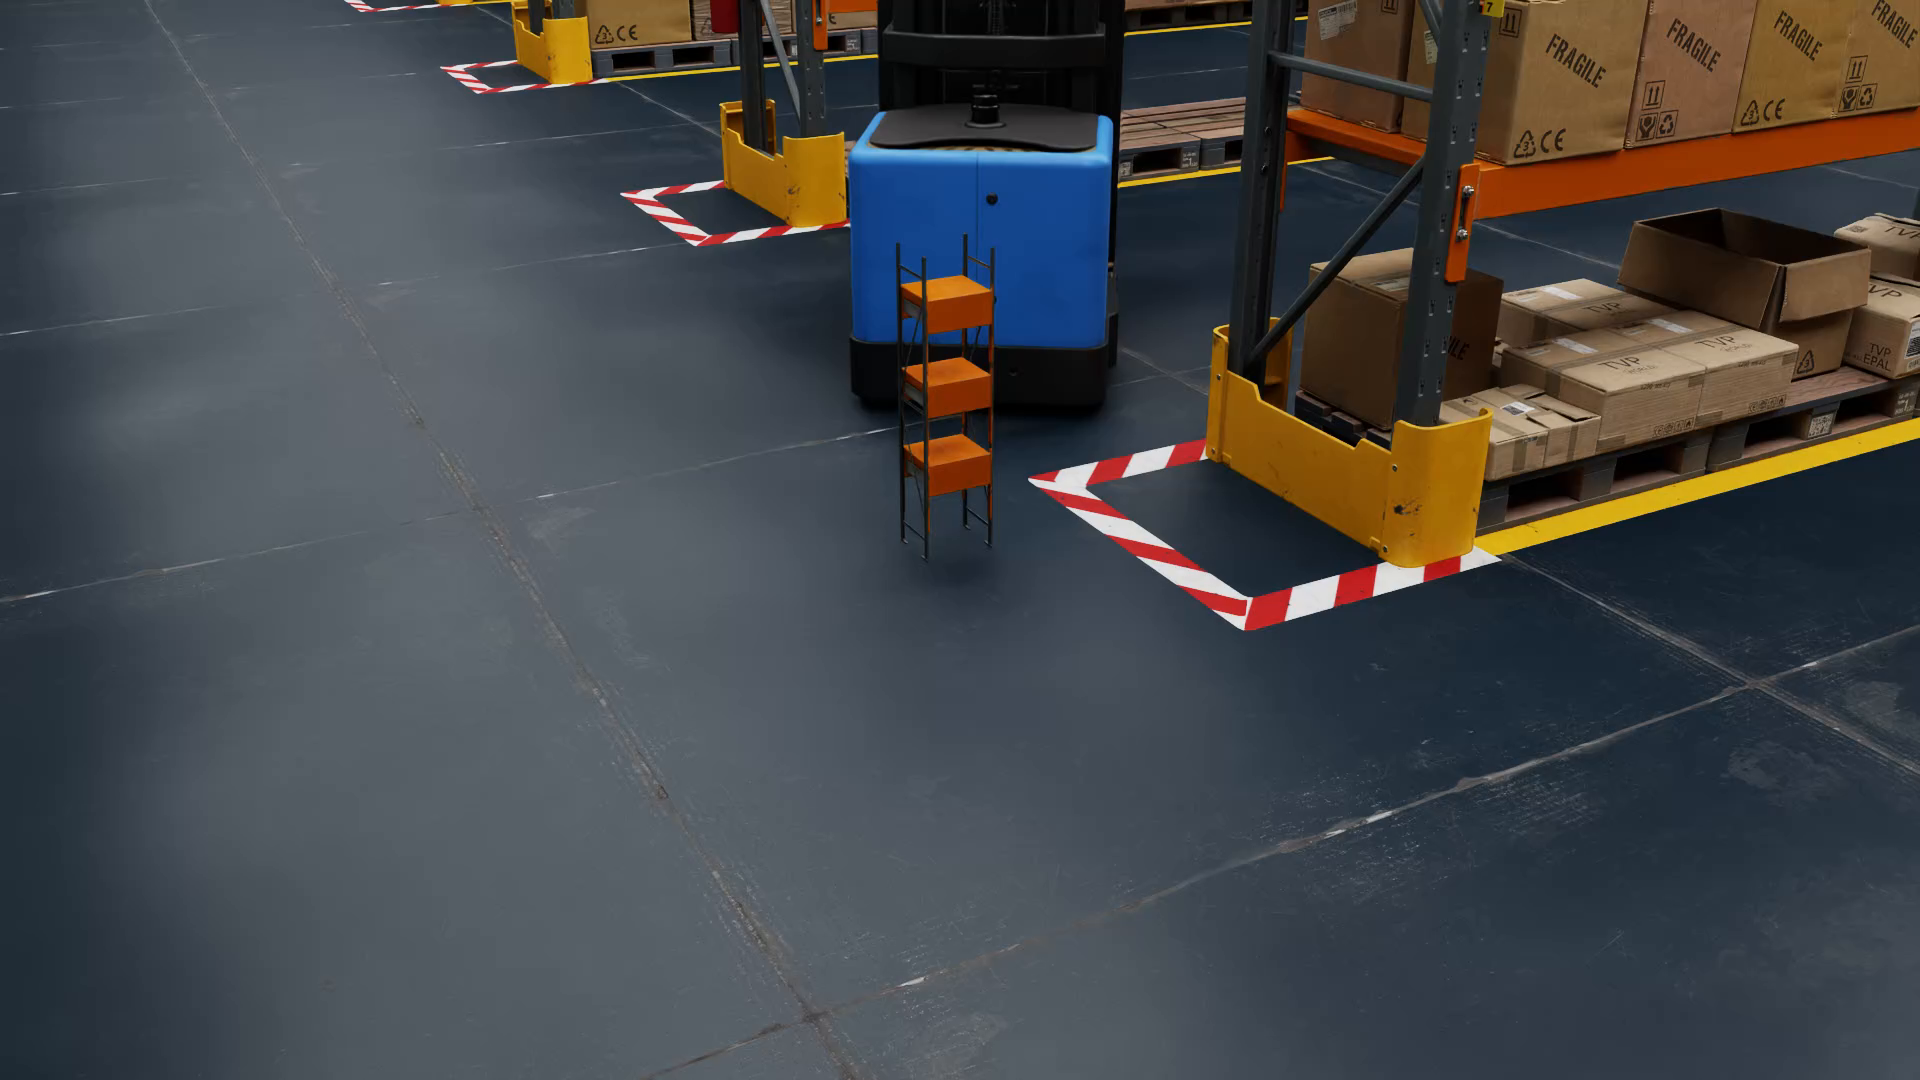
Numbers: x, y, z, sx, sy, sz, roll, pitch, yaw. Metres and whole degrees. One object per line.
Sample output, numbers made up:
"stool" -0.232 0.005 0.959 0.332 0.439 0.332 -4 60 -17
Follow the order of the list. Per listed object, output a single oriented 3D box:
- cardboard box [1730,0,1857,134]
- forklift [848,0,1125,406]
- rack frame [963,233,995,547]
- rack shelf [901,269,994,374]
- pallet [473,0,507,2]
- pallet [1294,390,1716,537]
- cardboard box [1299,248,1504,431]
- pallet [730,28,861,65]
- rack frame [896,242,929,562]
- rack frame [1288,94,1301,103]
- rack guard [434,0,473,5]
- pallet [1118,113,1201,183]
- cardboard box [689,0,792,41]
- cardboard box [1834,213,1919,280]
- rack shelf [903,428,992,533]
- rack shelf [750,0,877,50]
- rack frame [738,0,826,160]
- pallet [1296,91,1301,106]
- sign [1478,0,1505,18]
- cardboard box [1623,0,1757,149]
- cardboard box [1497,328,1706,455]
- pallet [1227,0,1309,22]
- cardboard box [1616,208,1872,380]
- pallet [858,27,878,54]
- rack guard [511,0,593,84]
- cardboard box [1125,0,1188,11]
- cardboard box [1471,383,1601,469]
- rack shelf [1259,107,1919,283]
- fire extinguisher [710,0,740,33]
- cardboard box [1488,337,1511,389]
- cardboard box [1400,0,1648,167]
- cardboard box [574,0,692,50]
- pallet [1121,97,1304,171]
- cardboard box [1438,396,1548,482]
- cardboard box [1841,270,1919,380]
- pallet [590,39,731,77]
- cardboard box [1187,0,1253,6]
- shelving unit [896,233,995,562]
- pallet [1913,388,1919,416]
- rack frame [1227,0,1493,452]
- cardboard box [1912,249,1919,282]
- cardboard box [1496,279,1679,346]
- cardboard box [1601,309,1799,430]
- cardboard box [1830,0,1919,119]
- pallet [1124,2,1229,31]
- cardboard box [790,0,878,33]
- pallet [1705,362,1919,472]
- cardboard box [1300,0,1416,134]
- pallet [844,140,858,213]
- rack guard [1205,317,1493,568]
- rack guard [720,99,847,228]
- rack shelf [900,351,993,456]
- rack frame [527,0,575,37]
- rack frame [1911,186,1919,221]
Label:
"cardboard box" 2.698 -1.733 5.779 0.500 0.500 0.500 -13 29 -25
"forklift" 0.203 -2.467 7.503 1.130 2.935 3.031 2 26 5
"rack frame" 0.060 -0.487 5.552 0.008 1.050 0.200 -13 29 -25
"rack shelf" -0.047 -0.709 5.382 0.240 0.259 0.215 -13 29 -25
"pallet" -4.817 -6.100 18.211 1.213 0.211 1.003 -13 29 -25
"pallet" 2.056 -0.411 6.363 1.213 0.211 1.003 -13 29 -25
"cardboard box" 1.650 -0.767 6.261 0.500 0.500 0.500 -13 29 -25
"pallet" -1.629 -4.457 14.789 1.213 0.211 1.003 -13 29 -25
"rack frame" -0.155 -0.438 5.448 0.008 1.050 0.200 -13 29 -25
"rack frame" 2.488 -4.198 11.027 0.127 3.000 1.000 -13 29 -25
"rack guard" -5.550 -6.078 17.832 0.348 0.500 1.175 -13 29 -25
"pallet" 0.779 -2.526 10.767 1.213 0.211 1.003 -13 29 -25
"cardboard box" -2.042 -4.852 14.360 0.875 0.875 0.875 -13 29 -25
"cardboard box" 4.343 -1.288 7.566 0.500 0.311 0.500 -13 29 -25
"rack shelf" -0.047 -0.202 5.625 0.240 0.259 0.215 -13 29 -25
"rack shelf" 0.723 -3.466 10.334 4.000 0.370 1.077 -13 29 -25
"rack frame" -1.042 -3.383 9.330 0.127 3.000 1.000 -13 29 -25
"pallet" 3.188 -3.082 11.925 1.213 0.211 1.003 -13 29 -25
"sign" 1.541 -1.674 4.770 0.005 0.325 0.100 -13 29 -25
"cardboard box" 2.254 -1.632 5.569 0.500 0.500 0.500 -13 29 -26
"cardboard box" 2.340 -0.553 6.106 0.500 0.250 0.500 -13 29 -25
"pallet" 2.955 -5.515 16.993 1.213 0.211 1.003 -13 29 -25
"cardboard box" 3.160 -0.993 6.730 0.637 0.503 0.797 -13 29 -25
"pallet" -0.551 -4.707 15.310 1.213 0.211 1.003 -13 29 -25
"rack guard" -3.394 -4.143 13.801 0.348 0.500 1.175 -13 29 -25
"cardboard box" 1.500 -5.641 16.003 0.875 0.875 1.225 -14 29 -27
"cardboard box" 2.038 -0.416 5.917 0.250 0.166 0.380 -13 29 -25
"rack shelf" 3.051 -1.573 6.393 4.000 0.370 1.077 -13 29 -25
"fire extinguisher" -1.389 -3.323 9.725 0.183 0.674 0.296 -13 29 -25
"cardboard box" 2.049 -0.664 6.434 0.250 0.166 0.380 -13 29 -25
"cardboard box" 1.801 -1.525 5.346 0.500 0.500 0.500 -12 28 -24
"cardboard box" -2.845 -4.667 13.974 0.875 0.875 0.875 -13 29 -25
"pallet" 1.857 -2.776 11.288 1.213 0.211 1.003 -13 29 -25
"cardboard box" 1.817 -0.358 5.815 0.250 0.149 0.380 -13 29 -25
"cardboard box" 3.784 -0.914 6.787 0.500 0.311 0.500 -13 29 -25
"pallet" -2.704 -4.210 14.275 1.213 0.211 1.003 -13 29 -25
"cardboard box" 2.278 -5.824 16.385 0.875 0.875 1.225 -13 29 -25
"shelving unit" -0.047 -0.462 5.500 0.252 1.050 0.215 -13 29 -25
"pallet" 4.209 -0.908 7.399 1.213 0.211 1.003 -13 29 -25
"rack frame" 1.286 -1.490 5.389 0.127 3.000 1.000 -13 29 -25
"cardboard box" 4.446 -1.152 7.064 0.500 0.500 0.500 -13 29 -25
"cardboard box" 2.502 -0.836 6.694 0.500 0.250 0.500 -13 29 -25
"cardboard box" 2.781 -0.655 6.318 0.500 0.250 0.500 -13 29 -25
"cardboard box" 3.140 -1.835 5.990 0.500 0.500 0.500 -13 28 -24
"pallet" 1.880 -5.268 16.479 1.213 0.211 1.003 -13 29 -25
"cardboard box" -1.257 -5.034 14.738 0.875 0.875 0.875 -13 29 -25
"pallet" 3.131 -0.658 6.877 1.213 0.211 1.003 -13 29 -25
"cardboard box" 1.553 -1.731 5.774 0.500 0.500 0.500 -12 28 -24
"pallet" -0.296 -2.279 10.253 1.213 0.211 1.003 -13 29 -25
"rack guard" 1.353 -0.379 5.962 0.348 0.500 1.175 -13 29 -25
"rack guard" -1.057 -2.246 9.851 0.348 0.500 1.175 -13 29 -25
"rack shelf" -0.047 -0.453 5.505 0.240 0.259 0.215 -13 29 -25
"rack frame" -3.372 -5.275 13.270 0.127 3.000 1.000 -13 29 -25
"rack frame" 4.815 -2.305 7.085 0.127 3.000 1.000 -13 29 -25
